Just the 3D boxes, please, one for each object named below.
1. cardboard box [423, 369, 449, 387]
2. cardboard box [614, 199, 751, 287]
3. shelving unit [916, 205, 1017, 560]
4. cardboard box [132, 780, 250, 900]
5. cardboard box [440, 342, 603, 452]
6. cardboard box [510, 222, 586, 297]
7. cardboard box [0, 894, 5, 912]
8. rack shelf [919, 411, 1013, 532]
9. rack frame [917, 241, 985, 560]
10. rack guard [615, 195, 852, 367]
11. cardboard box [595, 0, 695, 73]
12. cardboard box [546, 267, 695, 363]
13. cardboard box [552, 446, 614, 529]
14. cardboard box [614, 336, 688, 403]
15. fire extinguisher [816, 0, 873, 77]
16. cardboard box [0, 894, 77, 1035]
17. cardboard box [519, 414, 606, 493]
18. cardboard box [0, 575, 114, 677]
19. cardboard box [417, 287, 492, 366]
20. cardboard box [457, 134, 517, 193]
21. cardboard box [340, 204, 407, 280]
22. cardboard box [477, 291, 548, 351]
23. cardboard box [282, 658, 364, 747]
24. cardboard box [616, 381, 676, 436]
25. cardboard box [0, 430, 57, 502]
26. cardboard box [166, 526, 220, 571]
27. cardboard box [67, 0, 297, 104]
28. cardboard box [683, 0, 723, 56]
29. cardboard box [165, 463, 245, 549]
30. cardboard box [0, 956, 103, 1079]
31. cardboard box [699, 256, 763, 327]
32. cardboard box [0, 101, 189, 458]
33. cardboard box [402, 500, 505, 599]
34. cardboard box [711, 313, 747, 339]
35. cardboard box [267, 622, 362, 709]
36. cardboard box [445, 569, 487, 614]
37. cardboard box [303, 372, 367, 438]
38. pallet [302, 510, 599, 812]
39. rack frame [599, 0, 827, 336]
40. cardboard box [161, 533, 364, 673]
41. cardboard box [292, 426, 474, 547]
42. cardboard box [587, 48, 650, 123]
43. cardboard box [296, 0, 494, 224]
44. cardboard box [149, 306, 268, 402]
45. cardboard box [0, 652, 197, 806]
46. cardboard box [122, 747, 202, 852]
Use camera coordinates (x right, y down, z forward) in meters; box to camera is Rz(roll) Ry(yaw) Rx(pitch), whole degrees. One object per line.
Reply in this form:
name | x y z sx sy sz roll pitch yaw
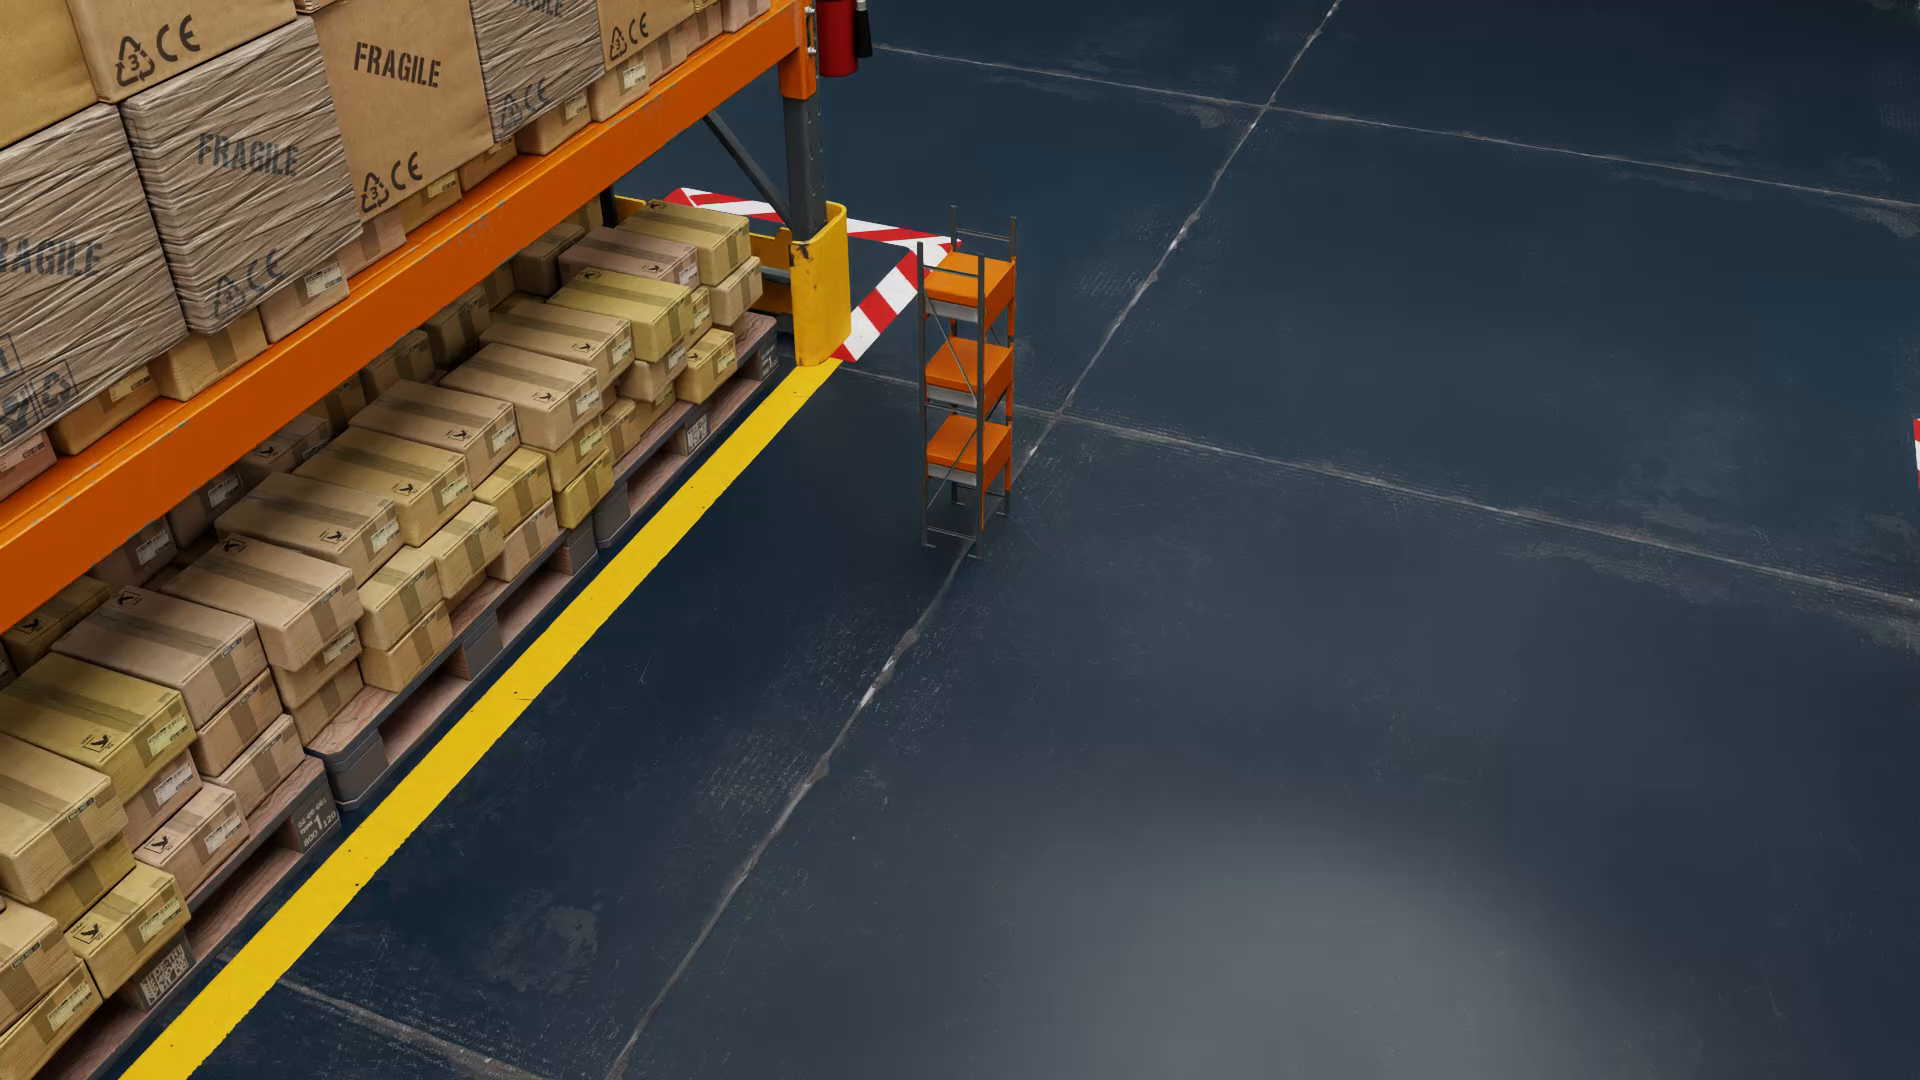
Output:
cardboard box | -1.784 -0.428 5.099 0.380 0.149 0.250 12 38 16
cardboard box | -0.935 -1.008 5.627 0.380 0.149 0.250 14 39 18
shelving unit | 0.020 -0.450 4.975 0.215 1.050 0.252 14 39 18
cardboard box | -1.907 0.668 3.881 0.380 0.149 0.250 14 39 18
cardboard box | -1.273 -0.420 4.840 0.380 0.149 0.250 15 39 19
cardboard box | -1.476 -0.966 5.571 0.380 0.149 0.250 15 39 19
cardboard box | -2.168 0.712 3.326 0.380 0.149 0.250 15 39 20
rack shelf | 0.020 -0.219 5.148 0.215 0.259 0.240 14 39 18
rack frame | -0.026 -0.383 4.885 0.200 1.050 0.008 14 39 18
rack guard | -0.997 -1.051 6.239 1.175 0.500 0.348 14 39 18
cardboard box | -1.102 -1.662 4.637 0.500 0.500 0.500 13 39 17
cardboard box | -1.065 -0.710 5.228 0.380 0.149 0.250 13 39 17
cardboard box | -1.281 -0.195 5.036 0.380 0.149 0.250 12 38 16
cardboard box | -1.101 -0.595 5.322 0.380 0.149 0.250 12 38 16
fire extinguisher | -0.446 -1.949 5.728 0.296 0.674 0.183 14 39 18
cardboard box | -2.056 0.847 3.394 0.380 0.149 0.250 16 40 20
cardboard box | -1.286 -0.305 4.935 0.380 0.149 0.250 14 39 18
cardboard box | -2.276 0.183 4.033 0.380 0.149 0.250 15 39 19
cardboard box | -1.708 -0.700 5.215 0.380 0.149 0.250 12 38 16
cardboard box | -1.403 -1.056 4.367 0.380 0.149 0.250 12 38 16
cardboard box | -1.565 -0.761 3.972 0.380 0.149 0.250 15 39 19
cardboard box | -1.573 -0.714 5.482 0.380 0.149 0.250 14 39 18
cardboard box | -1.786 0.360 4.294 0.380 0.149 0.250 12 38 16
cardboard box | -1.160 -0.490 5.430 0.380 0.149 0.250 14 39 18
cardboard box | -1.997 -0.181 3.197 0.380 0.149 0.250 12 38 16
cardboard box | -2.102 0.017 4.504 0.380 0.149 0.250 12 38 16
cardboard box | -1.690 -1.196 3.178 0.500 0.500 0.500 14 39 18
cardboard box | -0.960 -1.620 5.122 0.380 0.149 0.250 14 39 18
cardboard box | -2.167 -0.140 4.465 0.380 0.149 0.250 13 39 16
cardboard box | -2.055 0.965 3.484 0.380 0.149 0.250 12 38 16
cardboard box | -0.905 -0.883 5.708 0.380 0.149 0.250 13 39 17
cardboard box | -1.887 -0.532 3.124 0.500 0.500 0.500 14 39 18
cardboard box | -1.480 -0.009 4.538 0.380 0.149 0.250 14 39 18
cardboard box | -0.976 -0.782 5.821 0.380 0.149 0.250 14 39 18
cardboard box | -1.752 0.247 4.196 0.380 0.149 0.250 16 40 20
cardboard box | -1.569 0.075 4.675 0.380 0.149 0.250 15 39 19
cardboard box | -1.964 -0.413 4.831 0.380 0.149 0.250 14 39 18
pallet | -1.805 0.179 4.834 1.003 0.211 1.213 14 39 18
rack frame | -0.968 -2.095 5.547 1.000 3.000 0.127 14 39 18
cardboard box | -1.707 0.150 4.078 0.380 0.149 0.250 15 39 19
cardboard box | -1.549 -0.148 4.475 0.380 0.149 0.250 14 39 18
cardboard box | -1.117 -1.331 4.735 0.380 0.149 0.250 15 39 19
cardboard box | -1.485 -1.106 3.892 0.500 0.500 0.500 16 40 20
cardboard box | -1.732 -0.455 3.563 0.380 0.149 0.250 15 39 19
cardboard box | -1.957 0.422 3.714 0.380 0.149 0.250 13 39 17
cardboard box | -1.984 0.543 3.800 0.380 0.149 0.250 14 39 17
